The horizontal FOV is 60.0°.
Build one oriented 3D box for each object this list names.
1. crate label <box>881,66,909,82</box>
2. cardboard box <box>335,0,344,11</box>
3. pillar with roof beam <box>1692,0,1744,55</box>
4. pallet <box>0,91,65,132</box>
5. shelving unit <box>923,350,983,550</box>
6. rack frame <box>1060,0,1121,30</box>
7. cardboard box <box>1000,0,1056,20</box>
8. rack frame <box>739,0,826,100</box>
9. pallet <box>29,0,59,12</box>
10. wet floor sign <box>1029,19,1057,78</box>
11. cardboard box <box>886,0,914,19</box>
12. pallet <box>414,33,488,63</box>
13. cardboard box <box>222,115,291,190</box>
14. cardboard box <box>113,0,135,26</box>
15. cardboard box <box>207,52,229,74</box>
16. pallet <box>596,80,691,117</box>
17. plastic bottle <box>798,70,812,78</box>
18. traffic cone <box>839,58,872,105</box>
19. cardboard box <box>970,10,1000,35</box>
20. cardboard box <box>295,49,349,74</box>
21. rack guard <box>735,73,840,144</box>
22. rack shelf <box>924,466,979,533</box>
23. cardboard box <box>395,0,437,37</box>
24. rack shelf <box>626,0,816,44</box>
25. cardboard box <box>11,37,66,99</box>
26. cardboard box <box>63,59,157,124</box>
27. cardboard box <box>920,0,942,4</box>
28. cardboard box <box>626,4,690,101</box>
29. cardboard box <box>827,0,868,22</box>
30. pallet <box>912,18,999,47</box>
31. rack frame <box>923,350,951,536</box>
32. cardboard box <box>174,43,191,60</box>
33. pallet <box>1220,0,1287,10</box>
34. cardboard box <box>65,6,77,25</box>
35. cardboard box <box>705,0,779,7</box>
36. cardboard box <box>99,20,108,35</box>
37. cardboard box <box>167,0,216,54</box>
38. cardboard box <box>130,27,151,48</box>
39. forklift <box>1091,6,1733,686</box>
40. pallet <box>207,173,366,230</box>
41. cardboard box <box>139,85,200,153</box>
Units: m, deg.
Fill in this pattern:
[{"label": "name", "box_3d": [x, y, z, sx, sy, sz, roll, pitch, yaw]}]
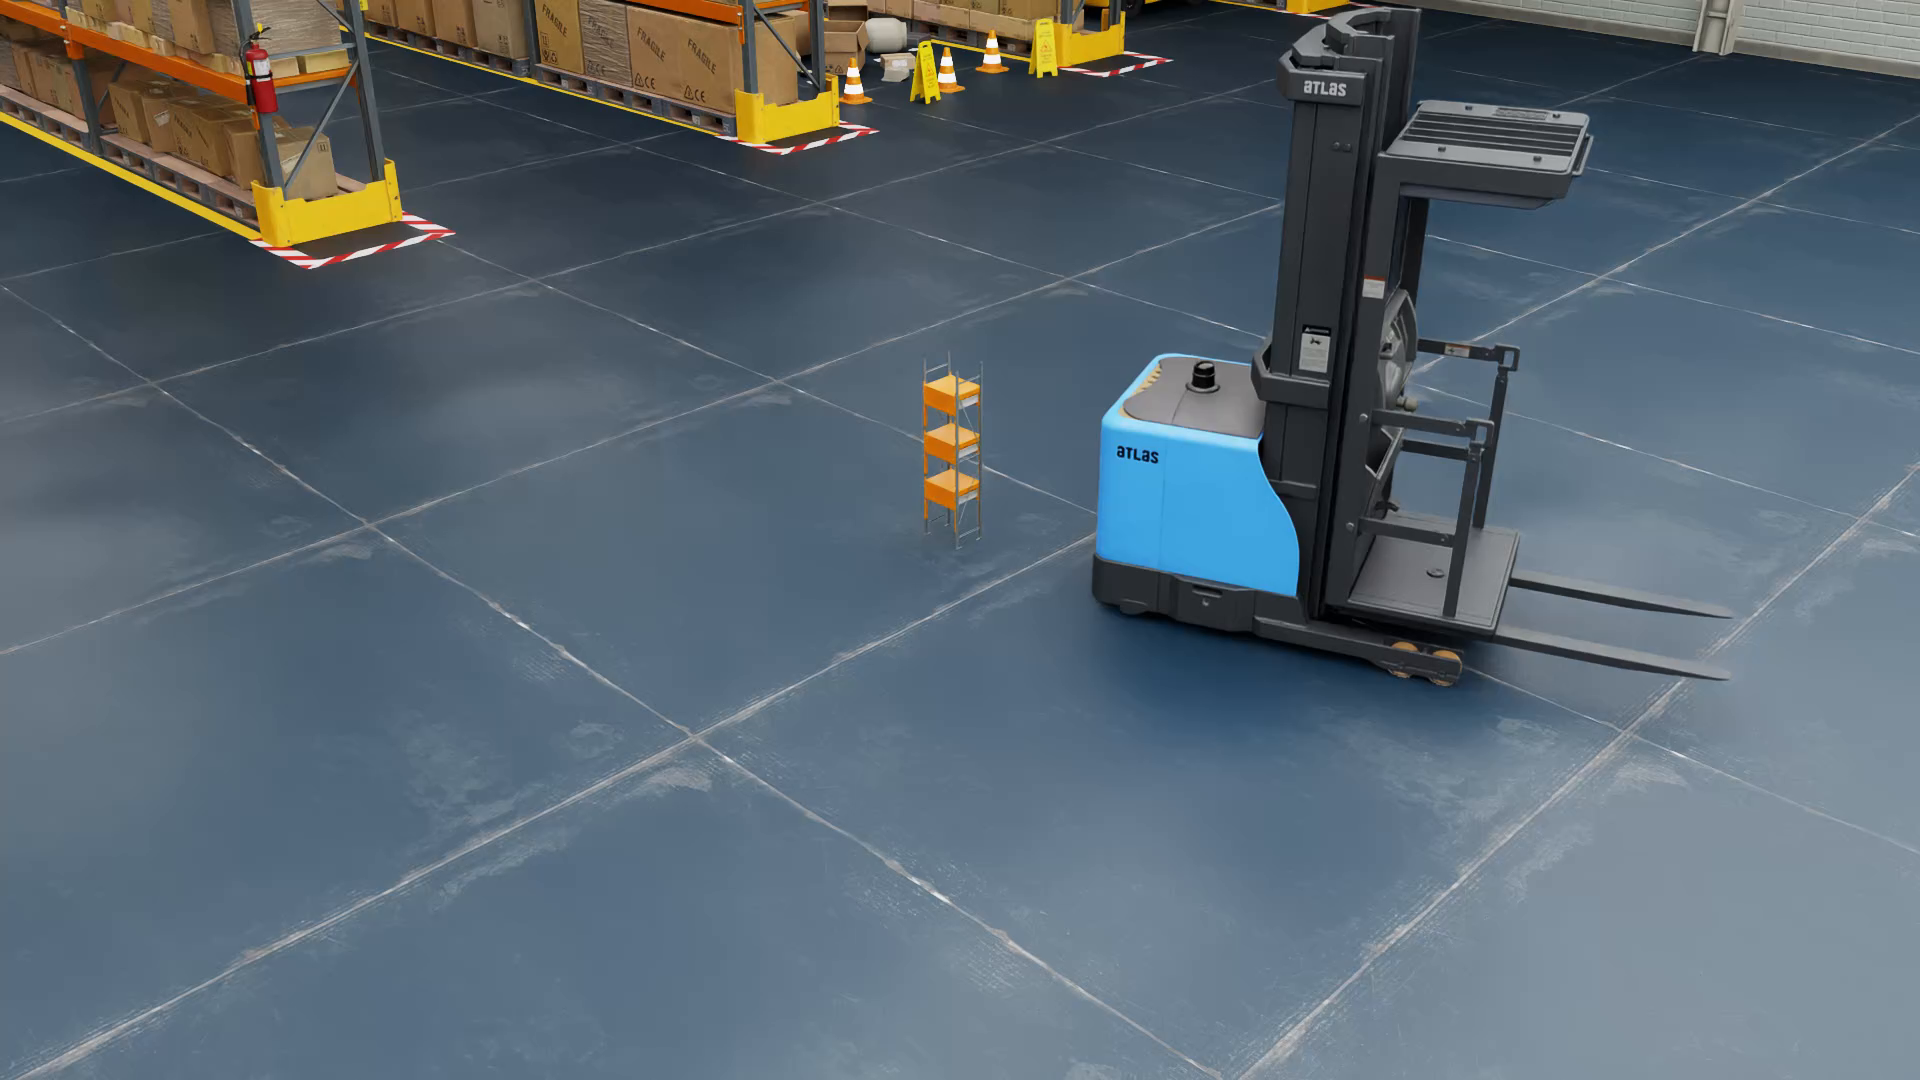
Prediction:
[{"label": "crate label", "box_3d": [-0.750, -5.476, 19.517, 0.298, 0.136, 0.250, 7, 29, 13]}, {"label": "cardboard box", "box_3d": [-8.155, -7.416, 22.366, 0.500, 0.500, 0.500, 24, 36, 38]}, {"label": "pillar with roof beam", "box_3d": [6.473, -8.718, 16.160, 0.400, 9.000, 9.100, 25, 36, 38]}, {"label": "pallet", "box_3d": [-9.630, -4.708, 17.977, 1.213, 0.211, 1.003, 25, 36, 38]}, {"label": "shelving unit", "box_3d": [-0.038, -0.482, 9.039, 0.252, 1.050, 0.215, 25, 36, 38]}, {"label": "rack frame", "box_3d": [1.601, -7.274, 19.861, 0.127, 3.000, 1.000, 25, 36, 38]}, {"label": "cardboard box", "box_3d": [0.846, -6.750, 20.561, 0.500, 0.500, 0.500, 25, 37, 39]}, {"label": "rack frame", "box_3d": [-1.798, -5.598, 16.674, 0.127, 3.000, 1.000, 25, 36, 38]}, {"label": "pallet", "box_3d": [-8.643, -5.503, 16.699, 1.213, 0.211, 1.003, 25, 36, 38]}, {"label": "wet floor sign", "box_3d": [0.986, -5.815, 19.616, 0.267, 0.644, 0.232, -13, 30, -22]}, {"label": "cardboard box", "box_3d": [-0.632, -7.096, 22.024, 0.500, 0.250, 0.500, -23, 35, -36]}, {"label": "pallet", "box_3d": [-6.127, -6.294, 20.993, 1.213, 0.211, 1.003, 25, 36, 38]}, {"label": "cardboard box", "box_3d": [-6.231, -3.458, 14.838, 0.500, 0.500, 0.500, -15, 31, -27]}, {"label": "cardboard box", "box_3d": [-7.163, -4.995, 15.098, 0.500, 0.500, 0.875, 25, 36, 38]}, {"label": "cardboard box", "box_3d": [-6.087, -4.045, 13.989, 0.250, 0.149, 0.380, 25, 36, 38]}, {"label": "pallet", "box_3d": [-3.289, -4.997, 18.527, 1.213, 0.211, 1.003, 25, 36, 38]}, {"label": "plastic bottle", "box_3d": [-1.801, -5.514, 19.671, 0.283, 0.061, 0.133, 12, 30, 22]}, {"label": "traffic cone", "box_3d": [-1.181, -5.120, 18.490, 0.334, 0.463, 0.336, 25, 36, 38]}, {"label": "cardboard box", "box_3d": [0.472, -6.589, 21.061, 0.500, 0.250, 0.500, 25, 37, 39]}, {"label": "cardboard box", "box_3d": [-5.383, -4.046, 13.992, 0.250, 0.149, 0.380, 25, 36, 38]}, {"label": "rack guard", "box_3d": [-1.781, -4.484, 17.241, 0.348, 0.500, 1.175, 25, 36, 38]}, {"label": "rack shelf", "box_3d": [-0.038, -0.227, 9.173, 0.240, 0.259, 0.215, 25, 36, 38]}, {"label": "cardboard box", "box_3d": [-6.506, -6.886, 21.089, 1.050, 0.750, 0.750, -25, 36, -38]}, {"label": "rack shelf", "box_3d": [-3.224, -5.933, 18.082, 4.000, 0.370, 1.077, 25, 36, 38]}, {"label": "cardboard box", "box_3d": [-9.747, -5.113, 17.963, 0.700, 0.500, 0.500, -22, 35, -35]}, {"label": "cardboard box", "box_3d": [-8.622, -4.586, 16.962, 0.500, 0.500, 0.700, 21, 34, 35]}, {"label": "cardboard box", "box_3d": [-0.262, -7.257, 21.527, 0.500, 0.500, 0.500, -23, 35, -37]}, {"label": "cardboard box", "box_3d": [-2.957, -5.330, 17.994, 0.875, 0.875, 0.875, 24, 36, 38]}, {"label": "cardboard box", "box_3d": [-1.442, -6.673, 21.400, 0.500, 0.500, 0.500, -3, 28, -5]}, {"label": "pallet", "box_3d": [0.126, -6.740, 21.840, 1.213, 0.211, 1.003, 25, 36, 38]}, {"label": "rack frame", "box_3d": [-0.125, -0.522, 9.115, 0.008, 1.050, 0.200, 25, 36, 38]}, {"label": "cardboard box", "box_3d": [-6.598, -4.301, 14.477, 0.250, 0.149, 0.380, 25, 36, 38]}, {"label": "pallet", "box_3d": [4.503, -7.924, 24.093, 1.213, 0.211, 1.003, 25, 36, 38]}, {"label": "cardboard box", "box_3d": [-8.257, -5.009, 15.824, 0.250, 0.149, 0.380, 25, 36, 38]}, {"label": "cardboard box", "box_3d": [-2.094, -5.771, 16.841, 0.550, 0.550, 0.875, 25, 36, 38]}, {"label": "cardboard box", "box_3d": [-7.705, -4.773, 15.373, 0.250, 0.149, 0.380, 25, 36, 38]}, {"label": "cardboard box", "box_3d": [-6.161, -4.473, 14.107, 0.500, 0.500, 0.875, 25, 36, 38]}, {"label": "cardboard box", "box_3d": [-7.178, -4.524, 14.901, 0.250, 0.149, 0.380, 25, 36, 38]}, {"label": "forklift", "box_3d": [2.244, -0.884, 7.781, 3.031, 2.935, 1.130, 11, 30, 20]}, {"label": "pallet", "box_3d": [-5.956, -3.053, 14.829, 1.213, 0.211, 1.003, 25, 36, 38]}, {"label": "cardboard box", "box_3d": [-7.529, -4.042, 15.948, 0.500, 0.500, 0.500, -13, 31, -24]}]
